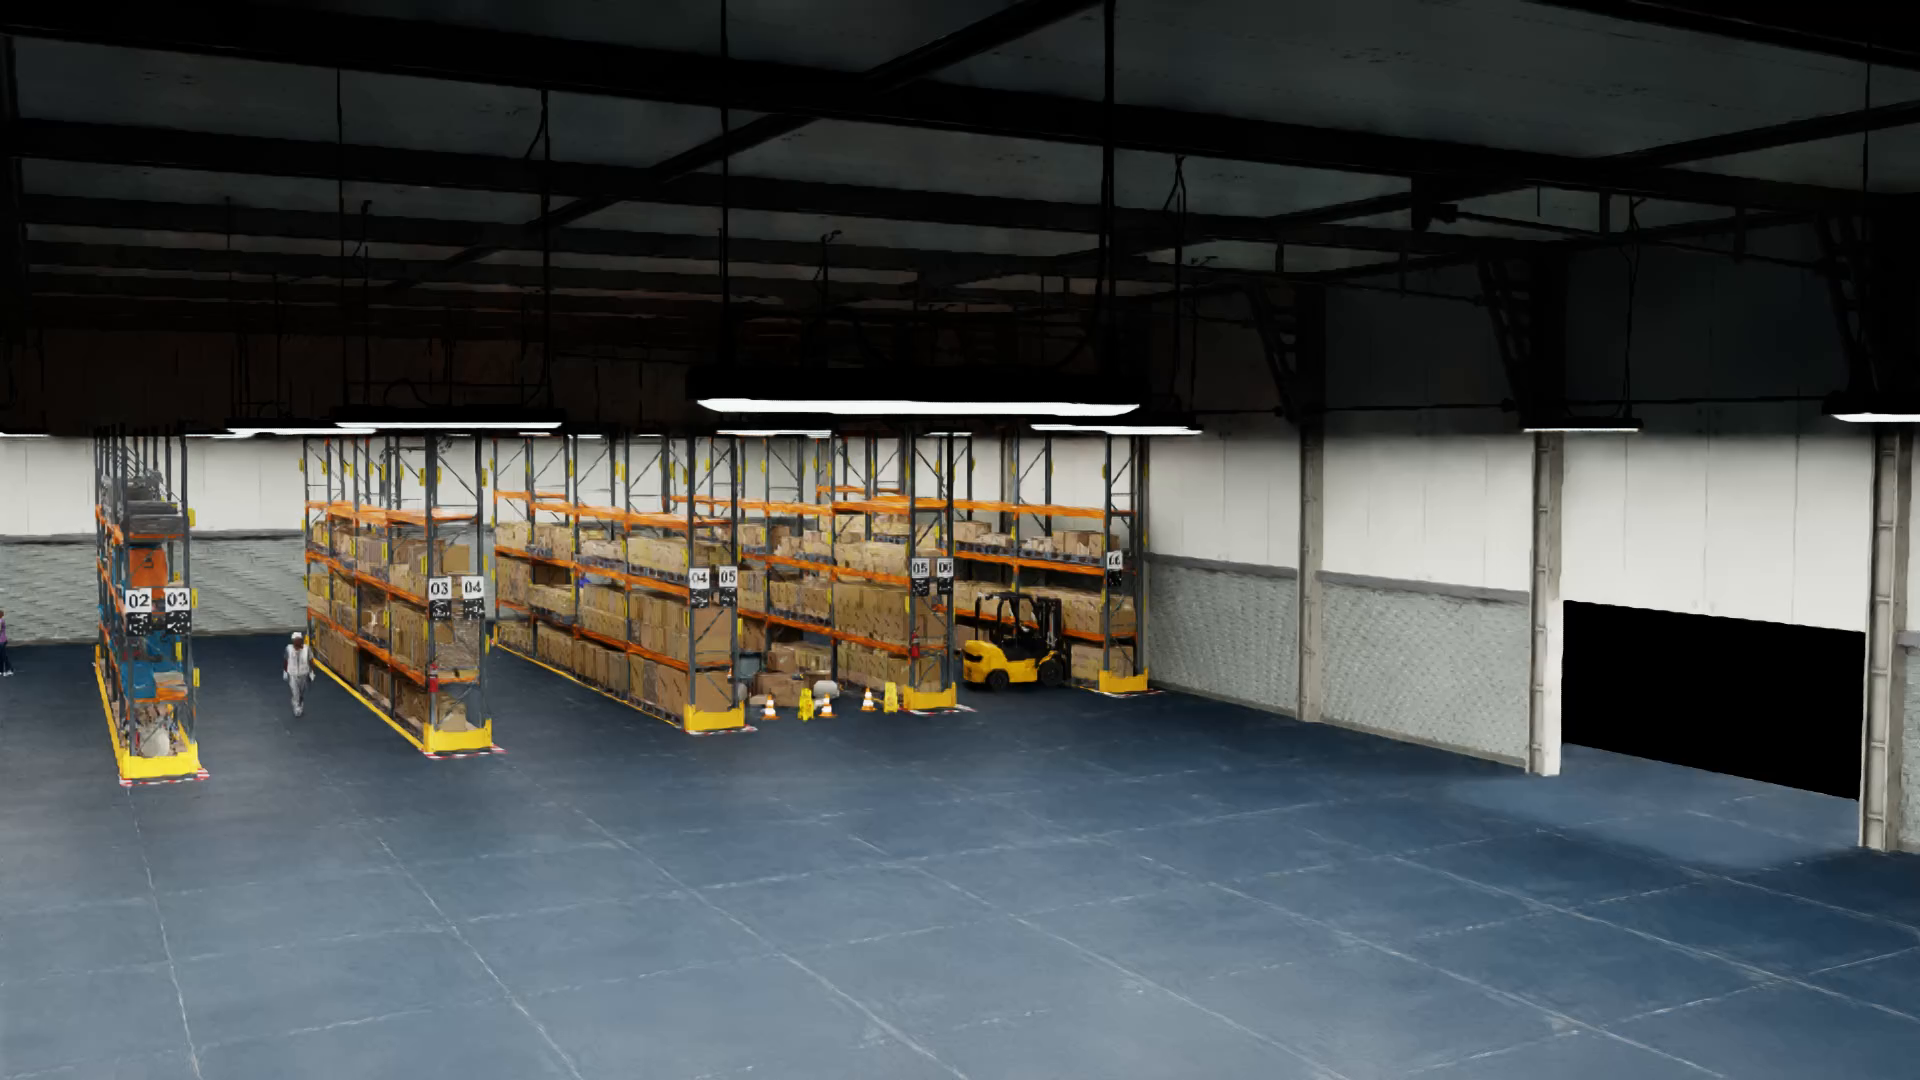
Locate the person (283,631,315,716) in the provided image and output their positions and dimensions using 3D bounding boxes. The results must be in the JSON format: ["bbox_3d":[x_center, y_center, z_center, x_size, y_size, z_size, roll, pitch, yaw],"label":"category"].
[{"bbox_3d":[-13.755,2.760,34.626,0.579,1.732,1.029,-2,4,-30],"label":"person"}]

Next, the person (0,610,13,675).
[{"bbox_3d":[-23.288,2.478,40.357,0.530,1.587,0.595,-1,4,-21],"label":"person"}]

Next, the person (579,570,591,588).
[{"bbox_3d":[-11.713,1.752,52.127,0.520,1.644,0.524,0,3,8],"label":"person"}]

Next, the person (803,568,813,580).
[{"bbox_3d":[-4.813,1.687,53.413,0.561,1.590,0.424,2,4,36],"label":"person"}]
